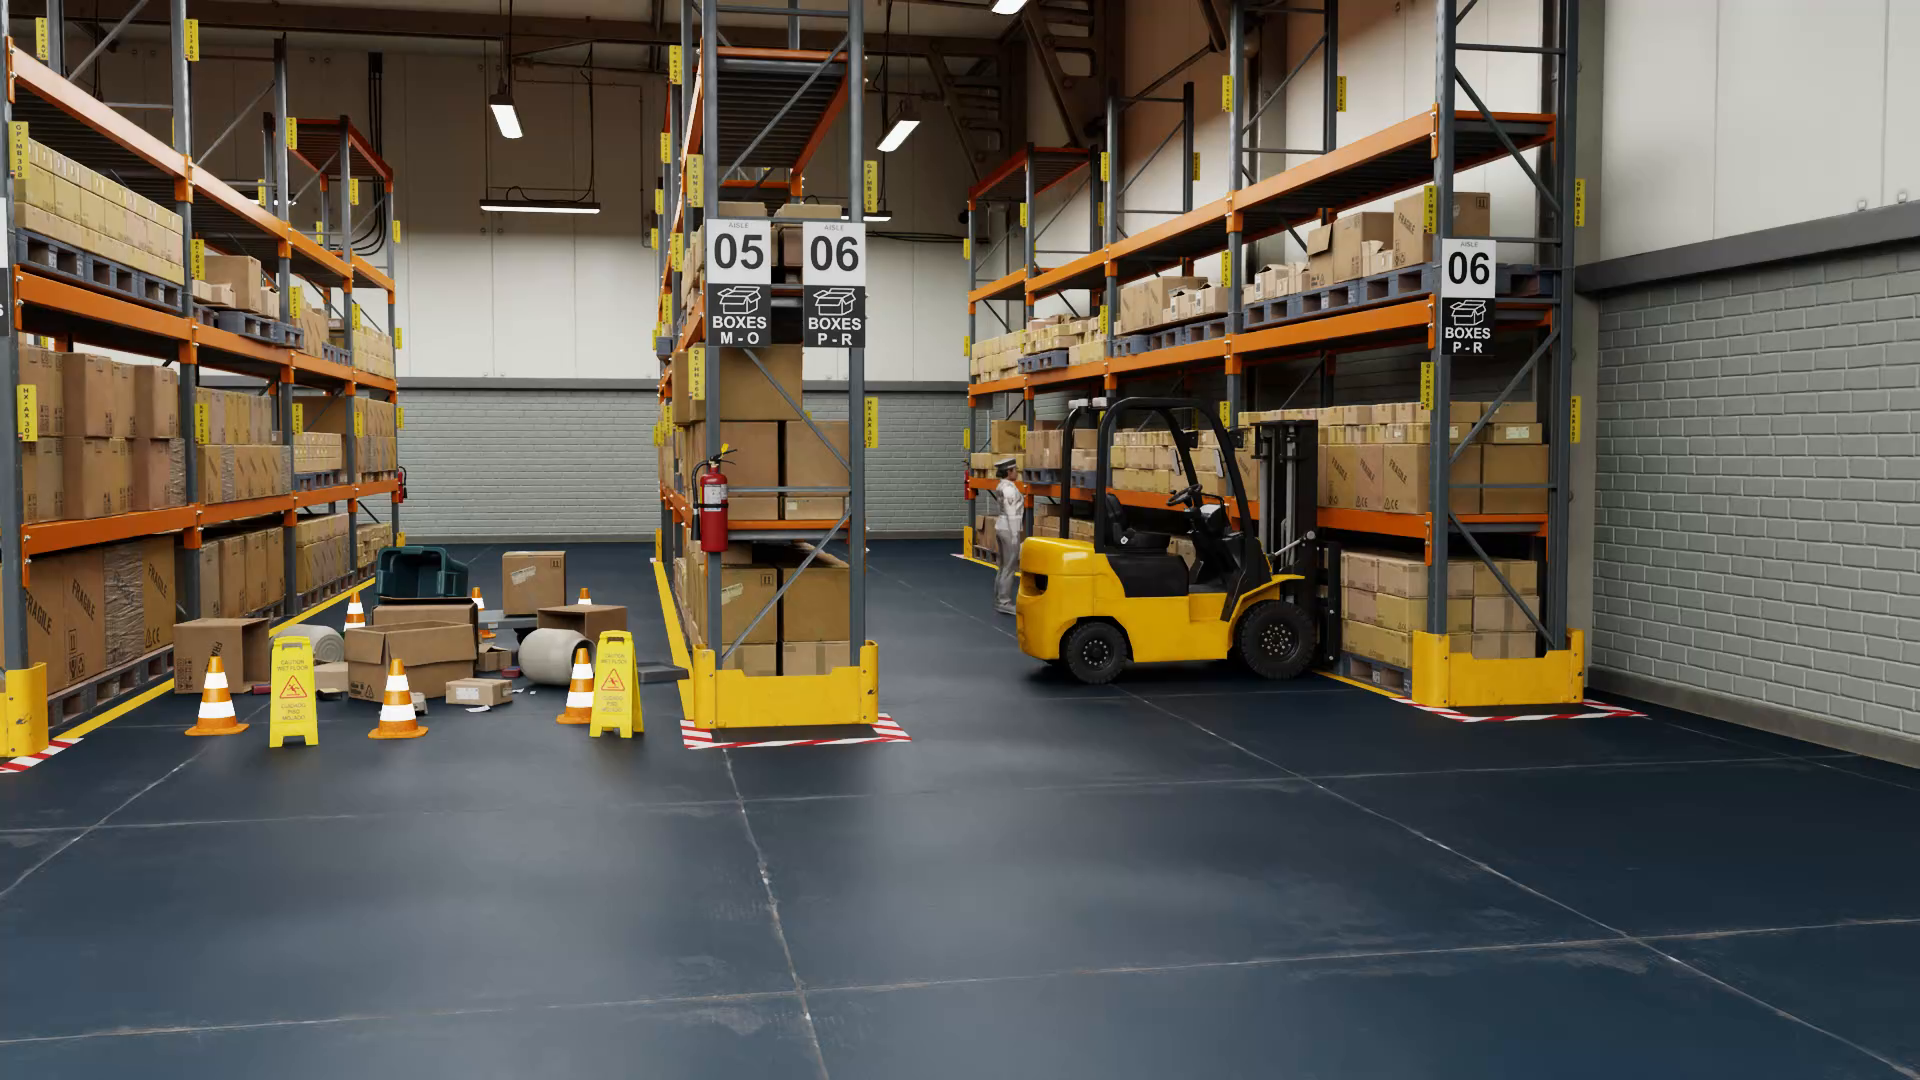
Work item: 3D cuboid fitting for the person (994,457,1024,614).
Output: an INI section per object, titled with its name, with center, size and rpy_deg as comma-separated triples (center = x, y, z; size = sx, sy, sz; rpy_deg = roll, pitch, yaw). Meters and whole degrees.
[person]
center = 0.536, -0.050, 17.966
size = 0.344, 1.697, 0.467
rpy_deg = -1, 3, -10
